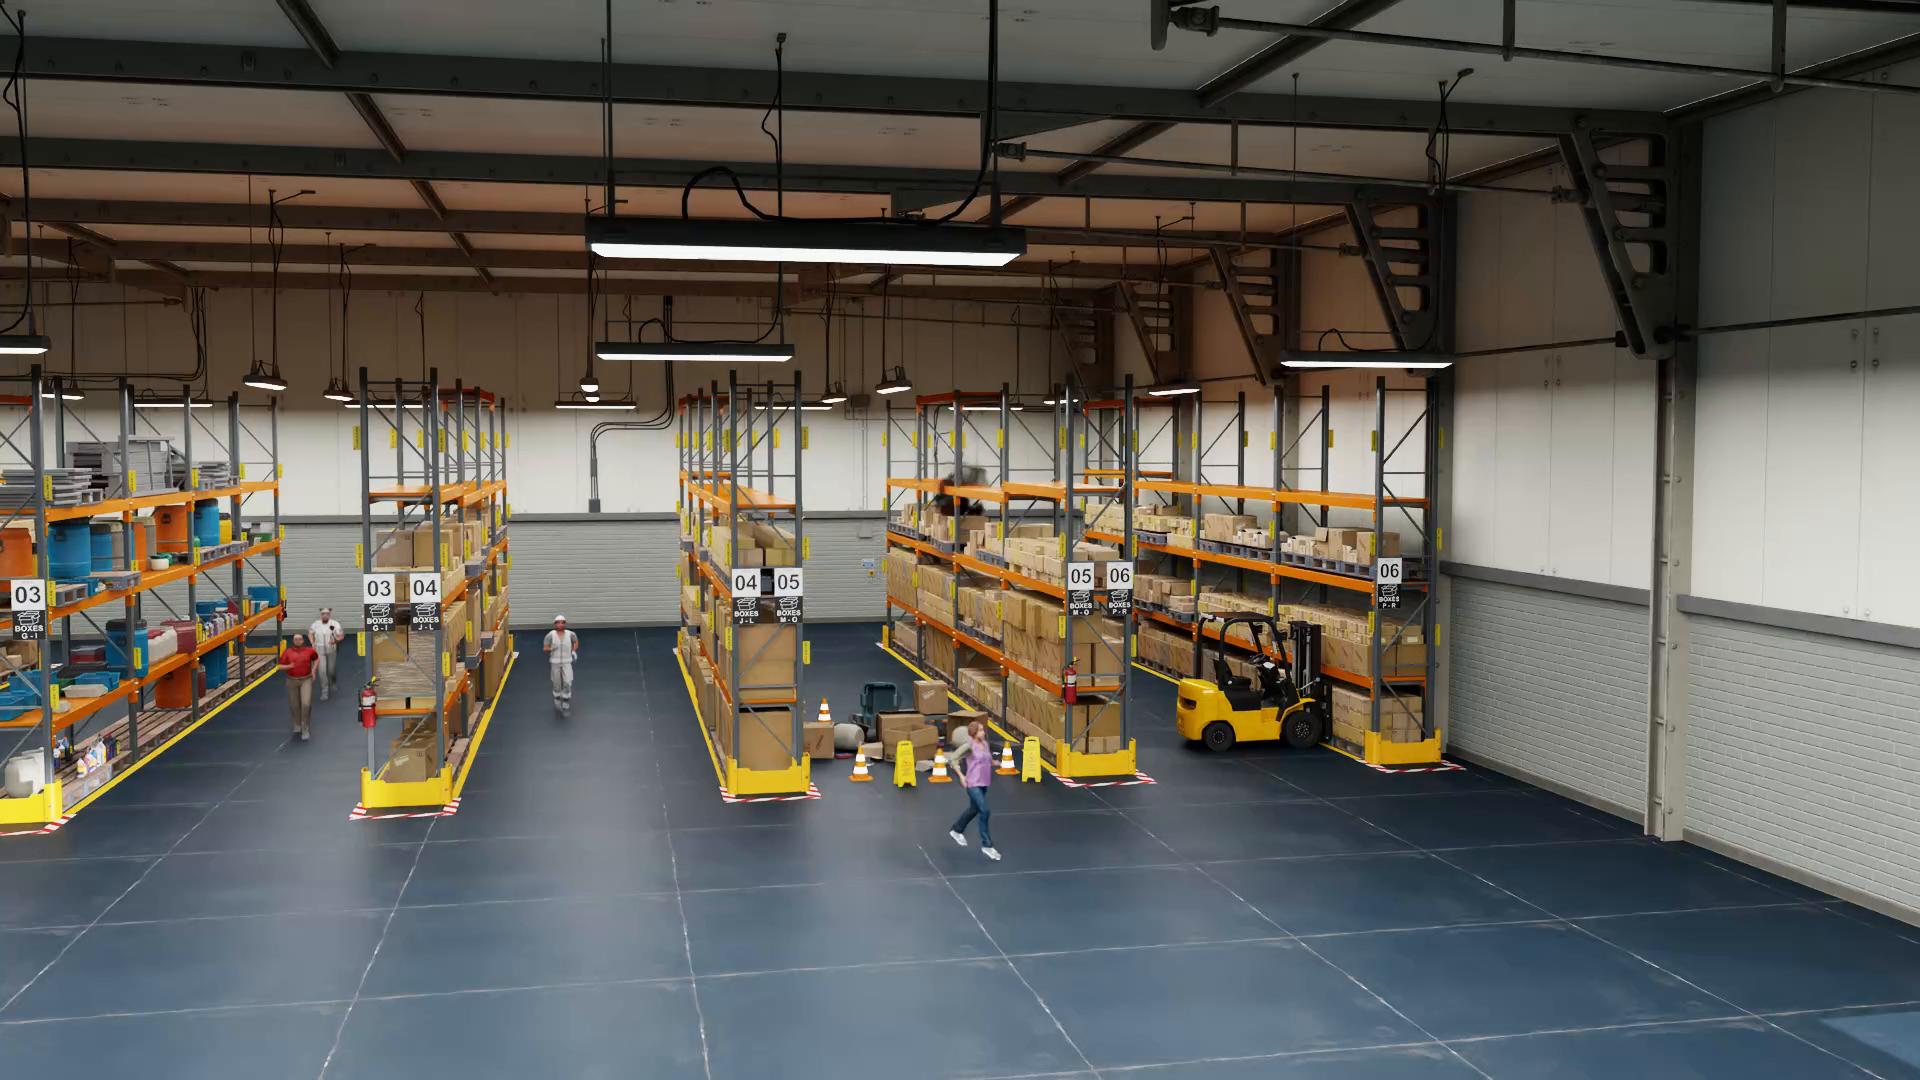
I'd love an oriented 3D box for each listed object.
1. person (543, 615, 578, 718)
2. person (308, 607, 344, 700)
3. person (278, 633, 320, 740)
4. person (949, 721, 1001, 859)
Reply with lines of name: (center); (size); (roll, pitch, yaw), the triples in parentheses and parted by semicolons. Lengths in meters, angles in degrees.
person: (-7.282, 2.289, 30.351); (0.637, 1.837, 0.758); (-1, 4, -16)
person: (-12.388, 2.185, 32.505); (0.666, 1.794, 0.825); (-1, 4, -17)
person: (-11.173, 2.466, 28.119); (0.645, 1.789, 0.768); (-1, 4, -19)
person: (0.181, 2.988, 20.089); (0.820, 1.620, 0.504); (2, 4, 35)
